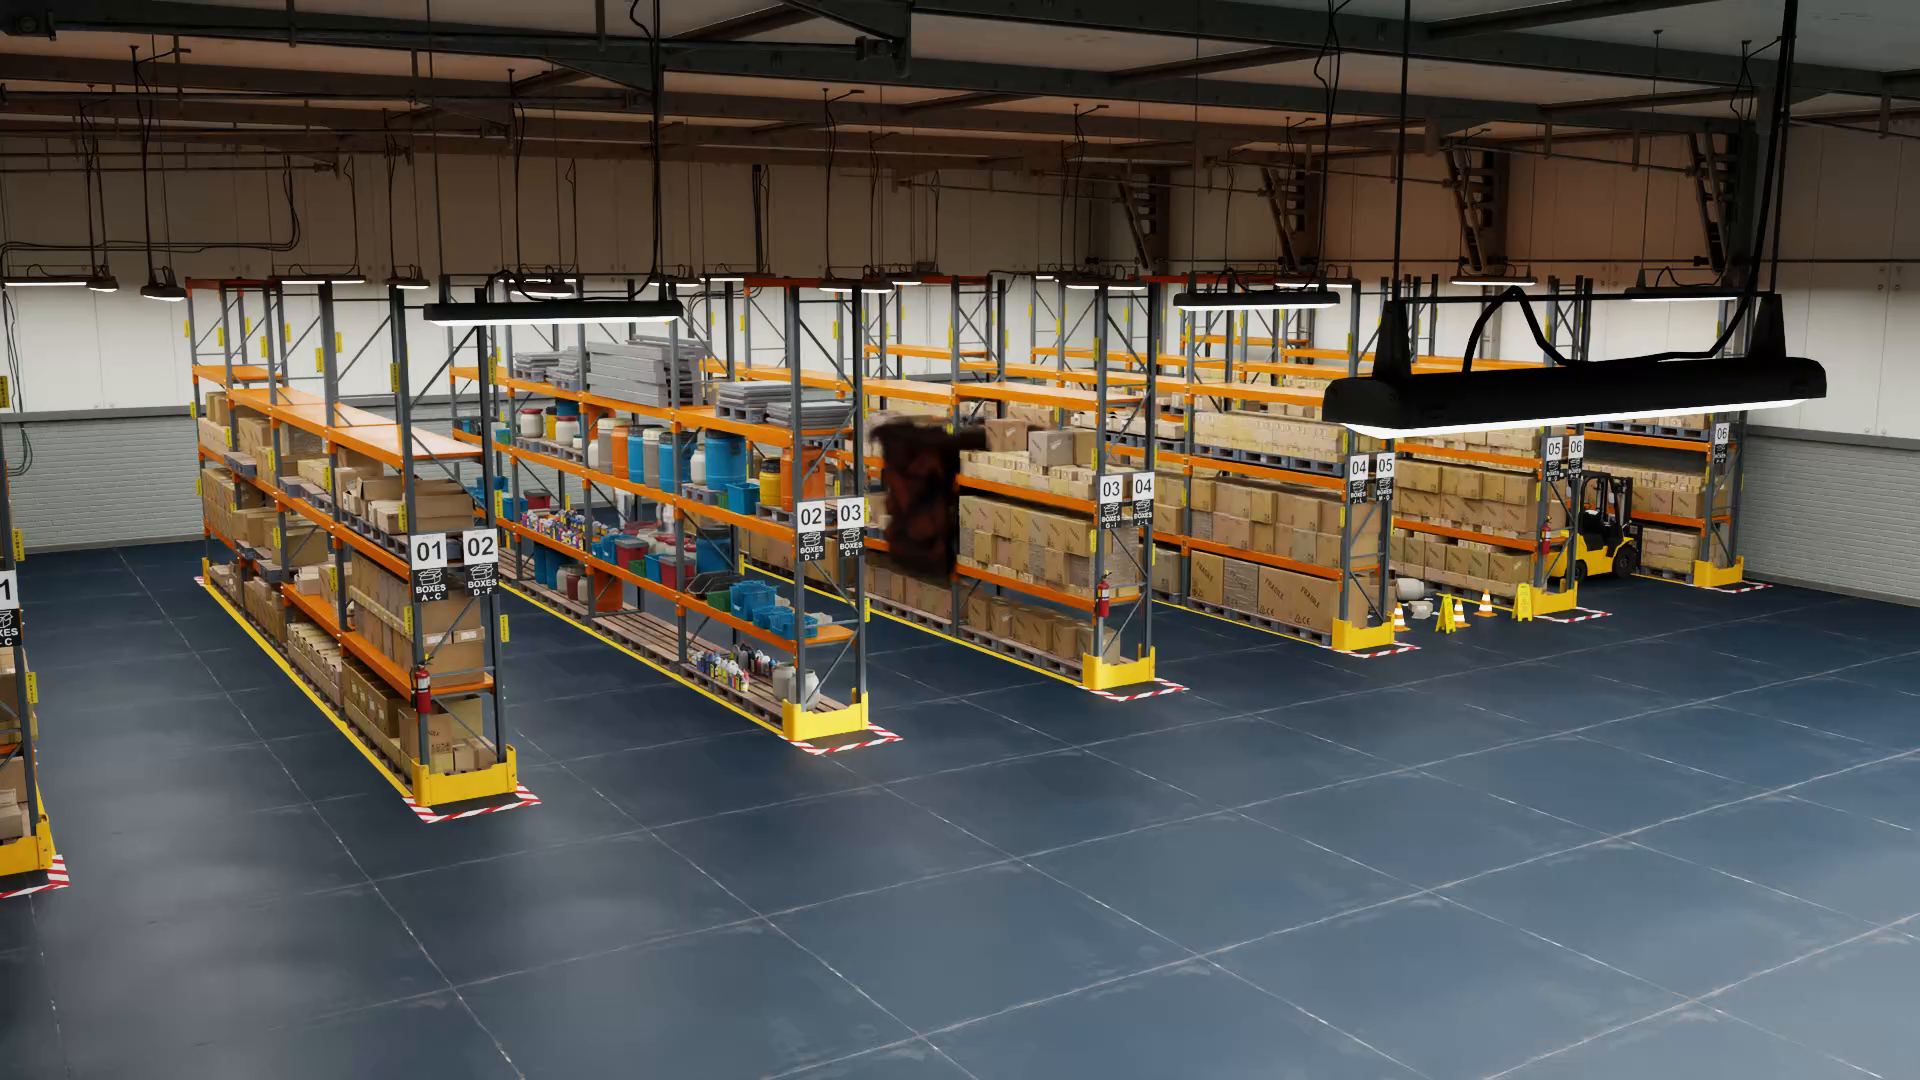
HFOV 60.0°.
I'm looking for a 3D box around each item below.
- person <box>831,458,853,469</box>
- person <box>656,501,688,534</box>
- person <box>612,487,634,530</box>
[{"bbox_3d":[-3.063,-1.705,42.937,0.598,1.715,1.024,0,10,3],"label":"person"},{"bbox_3d":[-6.075,-0.377,35.146,0.625,1.777,0.940,-6,11,-30],"label":"person"},{"bbox_3d":[-8.002,-1.091,39.551,0.498,1.616,1.005,-4,10,-24],"label":"person"}]
